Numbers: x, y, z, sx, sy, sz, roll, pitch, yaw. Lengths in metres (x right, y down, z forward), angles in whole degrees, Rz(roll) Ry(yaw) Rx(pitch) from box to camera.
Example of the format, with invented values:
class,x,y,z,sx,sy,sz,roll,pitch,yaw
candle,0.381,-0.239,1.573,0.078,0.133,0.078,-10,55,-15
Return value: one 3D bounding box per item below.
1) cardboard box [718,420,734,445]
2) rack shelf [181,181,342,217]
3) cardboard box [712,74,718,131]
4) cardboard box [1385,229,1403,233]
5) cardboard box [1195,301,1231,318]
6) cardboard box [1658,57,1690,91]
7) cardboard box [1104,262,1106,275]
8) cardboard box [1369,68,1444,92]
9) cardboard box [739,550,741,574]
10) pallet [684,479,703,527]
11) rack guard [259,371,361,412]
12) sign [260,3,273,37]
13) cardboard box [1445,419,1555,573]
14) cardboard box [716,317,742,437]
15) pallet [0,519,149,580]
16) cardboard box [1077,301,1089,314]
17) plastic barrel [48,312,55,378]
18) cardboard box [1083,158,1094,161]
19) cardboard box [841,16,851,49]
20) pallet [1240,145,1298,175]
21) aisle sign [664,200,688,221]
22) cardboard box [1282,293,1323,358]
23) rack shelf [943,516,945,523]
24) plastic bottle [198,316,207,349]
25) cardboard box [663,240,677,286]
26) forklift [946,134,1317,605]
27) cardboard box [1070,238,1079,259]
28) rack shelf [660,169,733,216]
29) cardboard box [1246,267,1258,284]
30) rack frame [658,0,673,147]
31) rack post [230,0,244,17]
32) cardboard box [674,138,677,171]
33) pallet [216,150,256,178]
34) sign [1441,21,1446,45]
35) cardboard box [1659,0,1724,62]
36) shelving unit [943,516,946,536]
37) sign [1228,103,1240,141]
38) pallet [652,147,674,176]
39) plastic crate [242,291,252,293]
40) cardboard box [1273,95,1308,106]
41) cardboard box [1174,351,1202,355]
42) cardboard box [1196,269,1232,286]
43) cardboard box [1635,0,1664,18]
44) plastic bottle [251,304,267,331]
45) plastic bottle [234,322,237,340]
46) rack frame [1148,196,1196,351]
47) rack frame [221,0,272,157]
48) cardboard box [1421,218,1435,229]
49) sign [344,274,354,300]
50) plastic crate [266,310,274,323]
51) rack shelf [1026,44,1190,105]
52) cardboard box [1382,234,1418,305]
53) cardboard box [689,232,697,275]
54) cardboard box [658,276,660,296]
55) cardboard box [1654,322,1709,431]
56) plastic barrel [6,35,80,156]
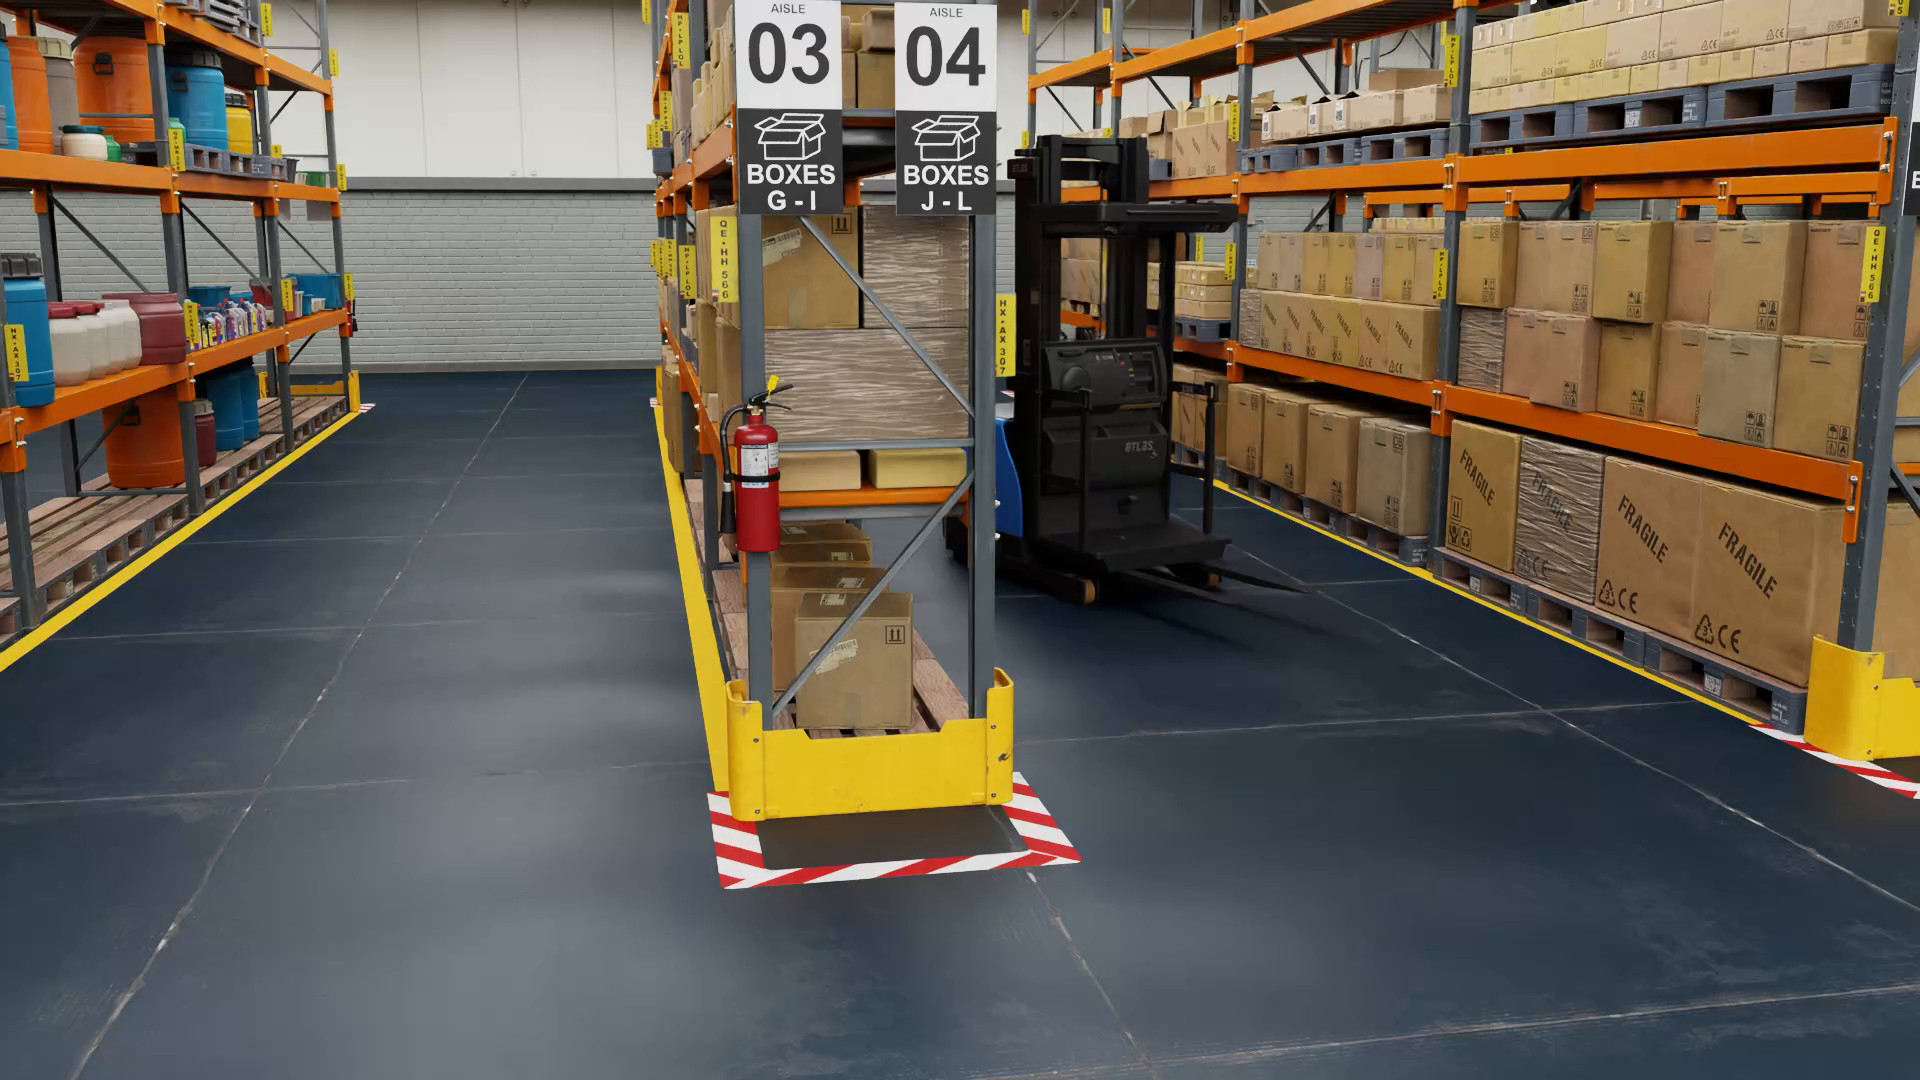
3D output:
class,x,y,z,sx,sy,sz,roll,pitch,yaw
cardboard box,-1.012,-0.566,8.319,0.380,0.149,0.250,-2,11,-11
rack shelf,-7.941,-3.881,18.966,1.077,0.370,4.000,-2,11,-11
cardboard box,-0.894,-2.038,7.760,0.500,0.250,0.500,-2,11,-10
cardboard box,6.171,-4.015,22.829,0.500,0.500,0.500,-2,11,-13
cardboard box,2.423,-2.159,15.565,0.380,0.149,0.250,-2,11,-10
cardboard box,3.882,-2.422,8.659,0.380,0.149,0.250,-2,11,-11
cardboard box,1.817,-3.022,18.509,0.380,0.149,0.250,-2,11,-8
cardboard box,3.582,-3.472,13.234,0.500,0.500,0.500,-2,11,-11
cardboard box,-1.099,-0.010,10.290,0.500,0.500,0.500,-2,11,-13
pallet,-1.765,-0.327,13.851,1.003,0.211,1.213,-2,11,-11
rack guard,-8.347,-1.904,21.360,1.175,0.500,0.348,-2,11,-11
sign,-7.012,-5.258,16.813,0.100,0.325,0.005,-2,11,-11
cardboard box,3.801,-0.313,10.879,0.875,0.875,0.875,-2,11,-10
cardboard box,-0.654,-0.758,7.592,0.875,0.500,0.500,-2,11,-11
pallet,-6.427,0.076,11.731,1.003,0.211,1.213,-2,11,-11
cardboard box,1.648,-2.848,20.308,0.380,0.149,0.250,-3,11,-13
plastic barrel,-5.967,-1.177,10.494,0.433,0.535,0.433,0,11,0
cardboard box,1.763,-4.553,19.635,0.500,0.250,0.500,-3,11,-13
cardboard box,-0.655,-2.060,6.812,0.380,0.149,0.250,-2,11,-13
pallet,3.147,-3.267,14.321,1.213,0.211,1.003,-2,11,-8
aisle sign,-3.779,-4.587,21.821,0.394,0.787,0.004,-2,11,-11
cardboard box,2.991,-1.774,13.725,0.500,0.500,0.500,-2,11,-11
rack shelf,-0.010,-0.242,12.704,0.215,0.259,0.240,-2,11,-11
plastic bottle,-6.612,-1.805,14.470,0.061,0.283,0.133,-2,11,-11
cardboard box,-3.045,-3.089,18.506,0.500,0.500,0.500,-2,11,-9
forklift,1.075,-1.127,10.778,1.130,2.935,3.031,-6,12,-30
cardboard box,1.644,-3.688,20.312,0.500,0.500,0.500,-2,11,-10
rack shelf,-2.304,-3.327,16.057,1.077,0.370,4.000,-2,11,-11
cardboard box,2.972,-2.564,16.100,0.380,0.149,0.250,-2,11,-11
rack frame,-2.693,-5.521,17.637,1.000,3.000,0.127,-2,11,-11
rack post,-7.418,-5.148,15.880,0.937,0.300,0.954,-2,11,-12
cardboard box,-2.073,-3.145,13.575,0.500,0.250,0.500,-2,11,-10
pallet,-7.080,-3.427,15.160,1.003,0.211,1.213,-2,11,-11
sign,6.785,-7.130,23.380,0.100,0.325,0.005,-2,11,-11
cardboard box,3.963,-2.600,8.526,0.500,0.250,0.500,-2,11,-11
shelving unit,-0.010,-0.526,12.650,0.215,1.050,0.252,-2,11,-11
sign,2.437,-3.710,14.763,0.100,0.325,0.005,-2,11,-11
pallet,-2.093,-3.337,14.691,1.213,0.211,1.003,-2,11,-8
plastic crate,-8.476,-2.897,20.181,0.416,0.233,0.300,-2,11,-11
cardboard box,3.061,-4.080,15.772,0.396,0.266,0.258,-2,11,-11
cardboard box,2.585,-1.955,18.503,0.500,0.250,0.500,-2,11,-13
cardboard box,2.425,-2.451,15.507,0.380,0.149,0.250,-3,11,-13
cardboard box,3.831,-2.861,8.834,0.380,0.149,0.250,-2,11,-11
plastic bottle,-7.158,-2.272,16.945,0.152,0.276,0.135,-2,11,-11
plastic bottle,-6.868,-1.989,15.654,0.097,0.201,0.097,0,11,0
rack frame,2.192,-2.736,19.048,1.000,3.000,0.127,-2,11,-11
rack frame,-7.552,-5.341,16.691,1.000,3.000,0.127,-2,11,-11
cardboard box,6.307,-4.166,21.885,0.380,0.149,0.250,-2,11,-12
sign,-7.793,-3.231,21.211,0.100,0.325,0.005,-2,11,-11
plastic crate,-7.502,-2.384,17.746,0.396,0.136,0.243,-2,11,-11
rack shelf,1.803,-5.695,20.482,1.077,0.370,4.000,-2,11,-11
cardboard box,3.543,-1.994,12.209,0.700,0.500,0.500,-2,11,-12
cardboard box,-2.042,-2.517,14.948,0.797,0.503,0.637,-2,11,-9
cardboard box,-3.643,-3.282,21.524,0.500,0.250,0.500,-2,11,-13
cardboard box,4.295,-0.882,8.909,0.875,0.550,0.550,-2,11,-11
plastic barrel,-6.827,-3.222,12.237,0.600,0.901,0.600,0,11,0
